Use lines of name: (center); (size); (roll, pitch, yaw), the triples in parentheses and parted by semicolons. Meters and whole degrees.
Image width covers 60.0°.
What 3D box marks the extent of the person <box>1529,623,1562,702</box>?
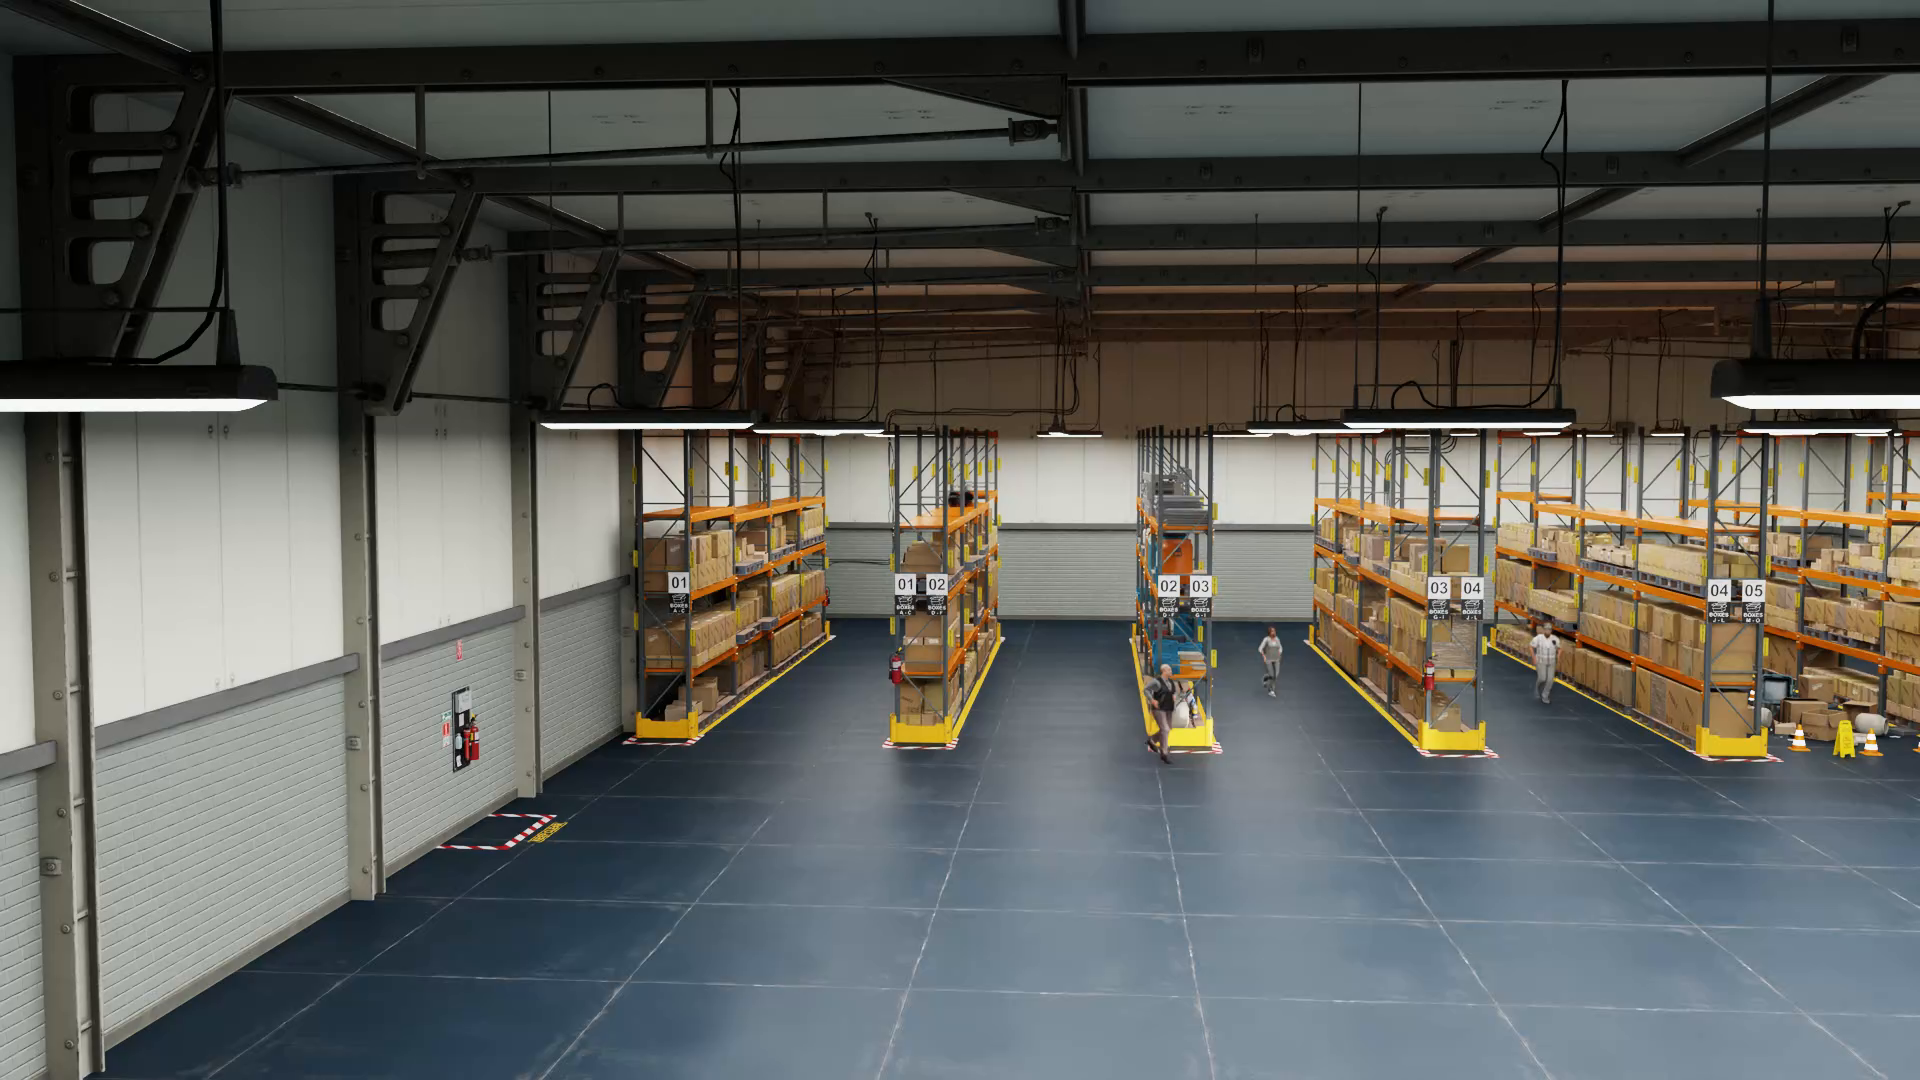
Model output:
person: (12.806, 2.671, 36.274); (0.674, 1.749, 0.593); (0, 3, 5)

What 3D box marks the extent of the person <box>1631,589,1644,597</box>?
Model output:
person: (19.489, 2.045, 47.272); (0.911, 1.719, 0.646); (1, 4, 15)

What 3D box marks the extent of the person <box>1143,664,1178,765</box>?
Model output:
person: (3.659, 3.086, 29.850); (0.647, 1.709, 0.947); (-3, 4, -39)

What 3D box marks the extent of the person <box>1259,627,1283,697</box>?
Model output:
person: (6.982, 2.716, 37.245); (0.538, 1.557, 0.505); (-1, 3, -11)
